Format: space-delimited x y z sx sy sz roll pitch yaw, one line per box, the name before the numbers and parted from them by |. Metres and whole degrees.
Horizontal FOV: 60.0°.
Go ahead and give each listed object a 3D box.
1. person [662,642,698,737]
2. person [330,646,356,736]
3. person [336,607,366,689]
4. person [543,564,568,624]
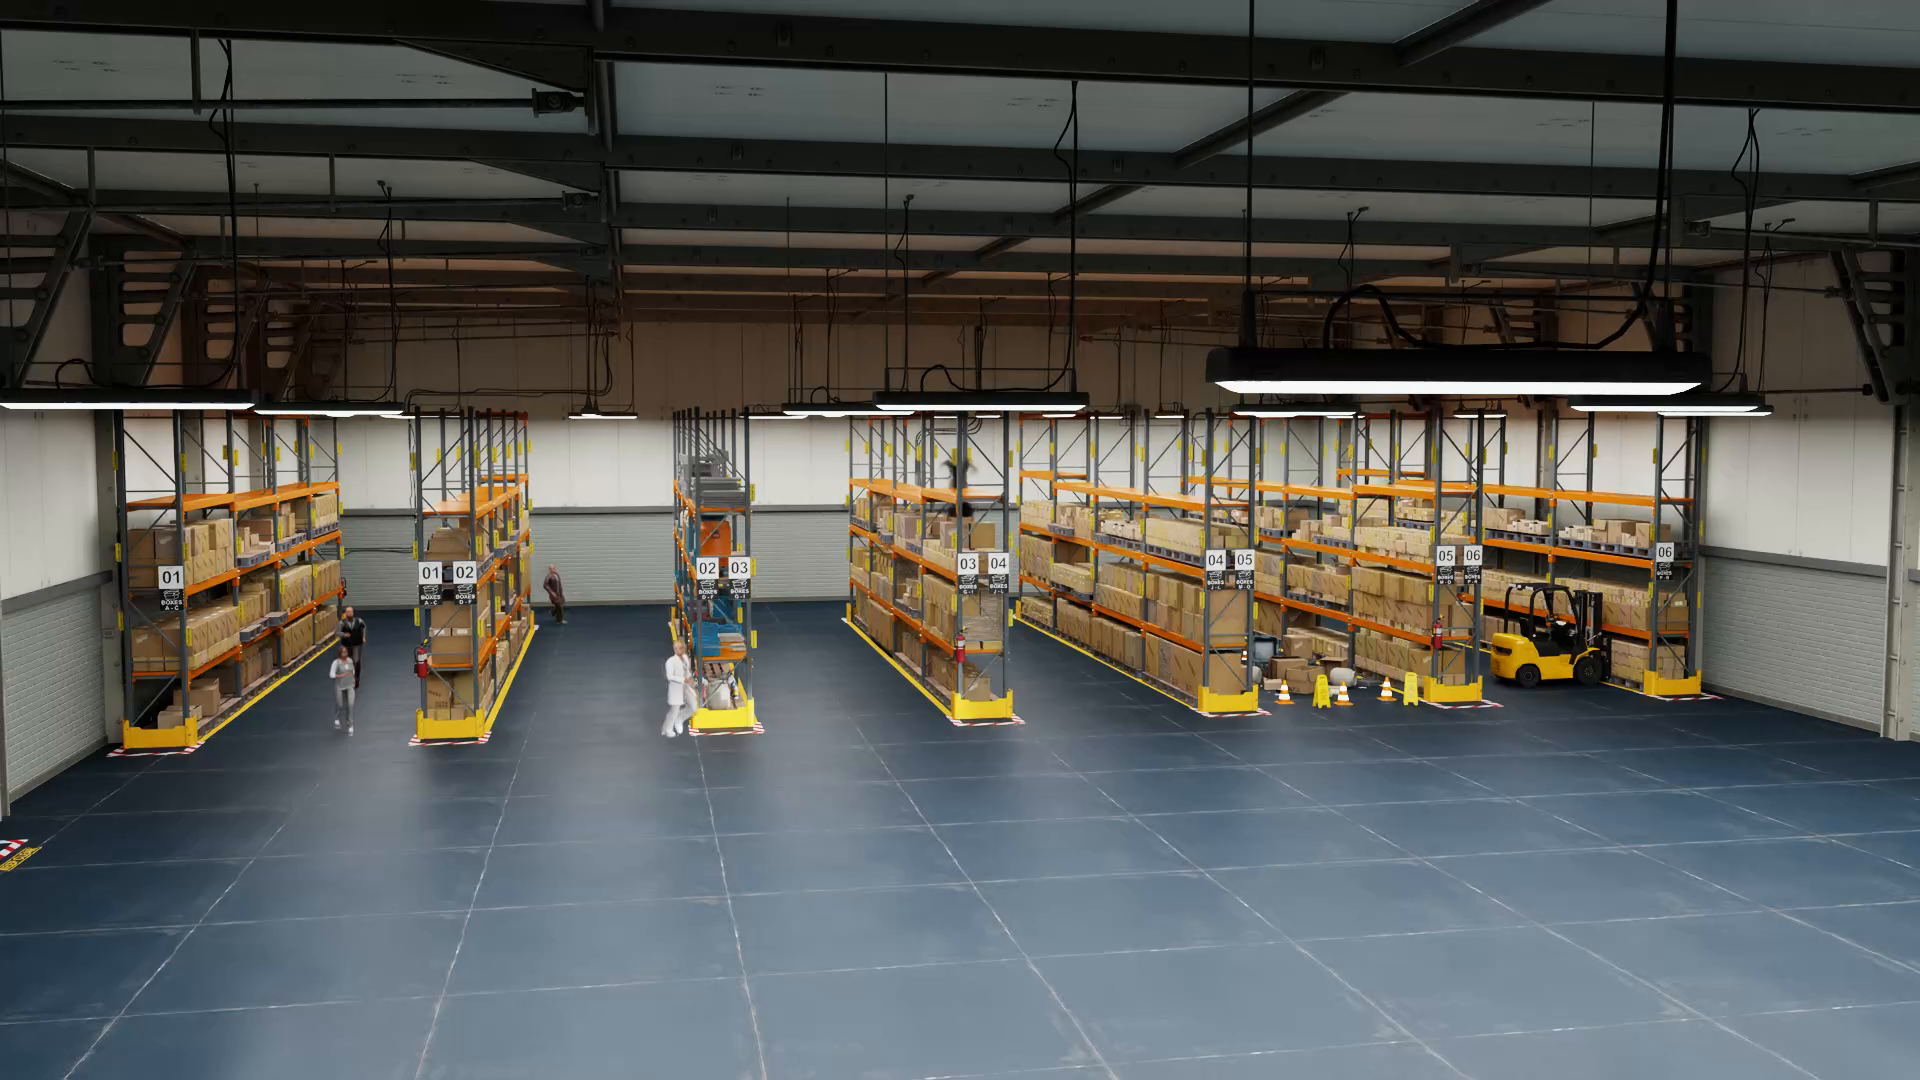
person | -5.051 2.706 30.084 0.836 1.733 0.721 3 5 40
person | -11.307 2.731 30.475 0.505 1.609 0.861 -3 5 -34
person | -13.105 2.323 35.802 0.599 1.774 0.834 -1 4 -16
person | -11.469 1.537 46.845 0.661 1.712 0.759 2 5 26
